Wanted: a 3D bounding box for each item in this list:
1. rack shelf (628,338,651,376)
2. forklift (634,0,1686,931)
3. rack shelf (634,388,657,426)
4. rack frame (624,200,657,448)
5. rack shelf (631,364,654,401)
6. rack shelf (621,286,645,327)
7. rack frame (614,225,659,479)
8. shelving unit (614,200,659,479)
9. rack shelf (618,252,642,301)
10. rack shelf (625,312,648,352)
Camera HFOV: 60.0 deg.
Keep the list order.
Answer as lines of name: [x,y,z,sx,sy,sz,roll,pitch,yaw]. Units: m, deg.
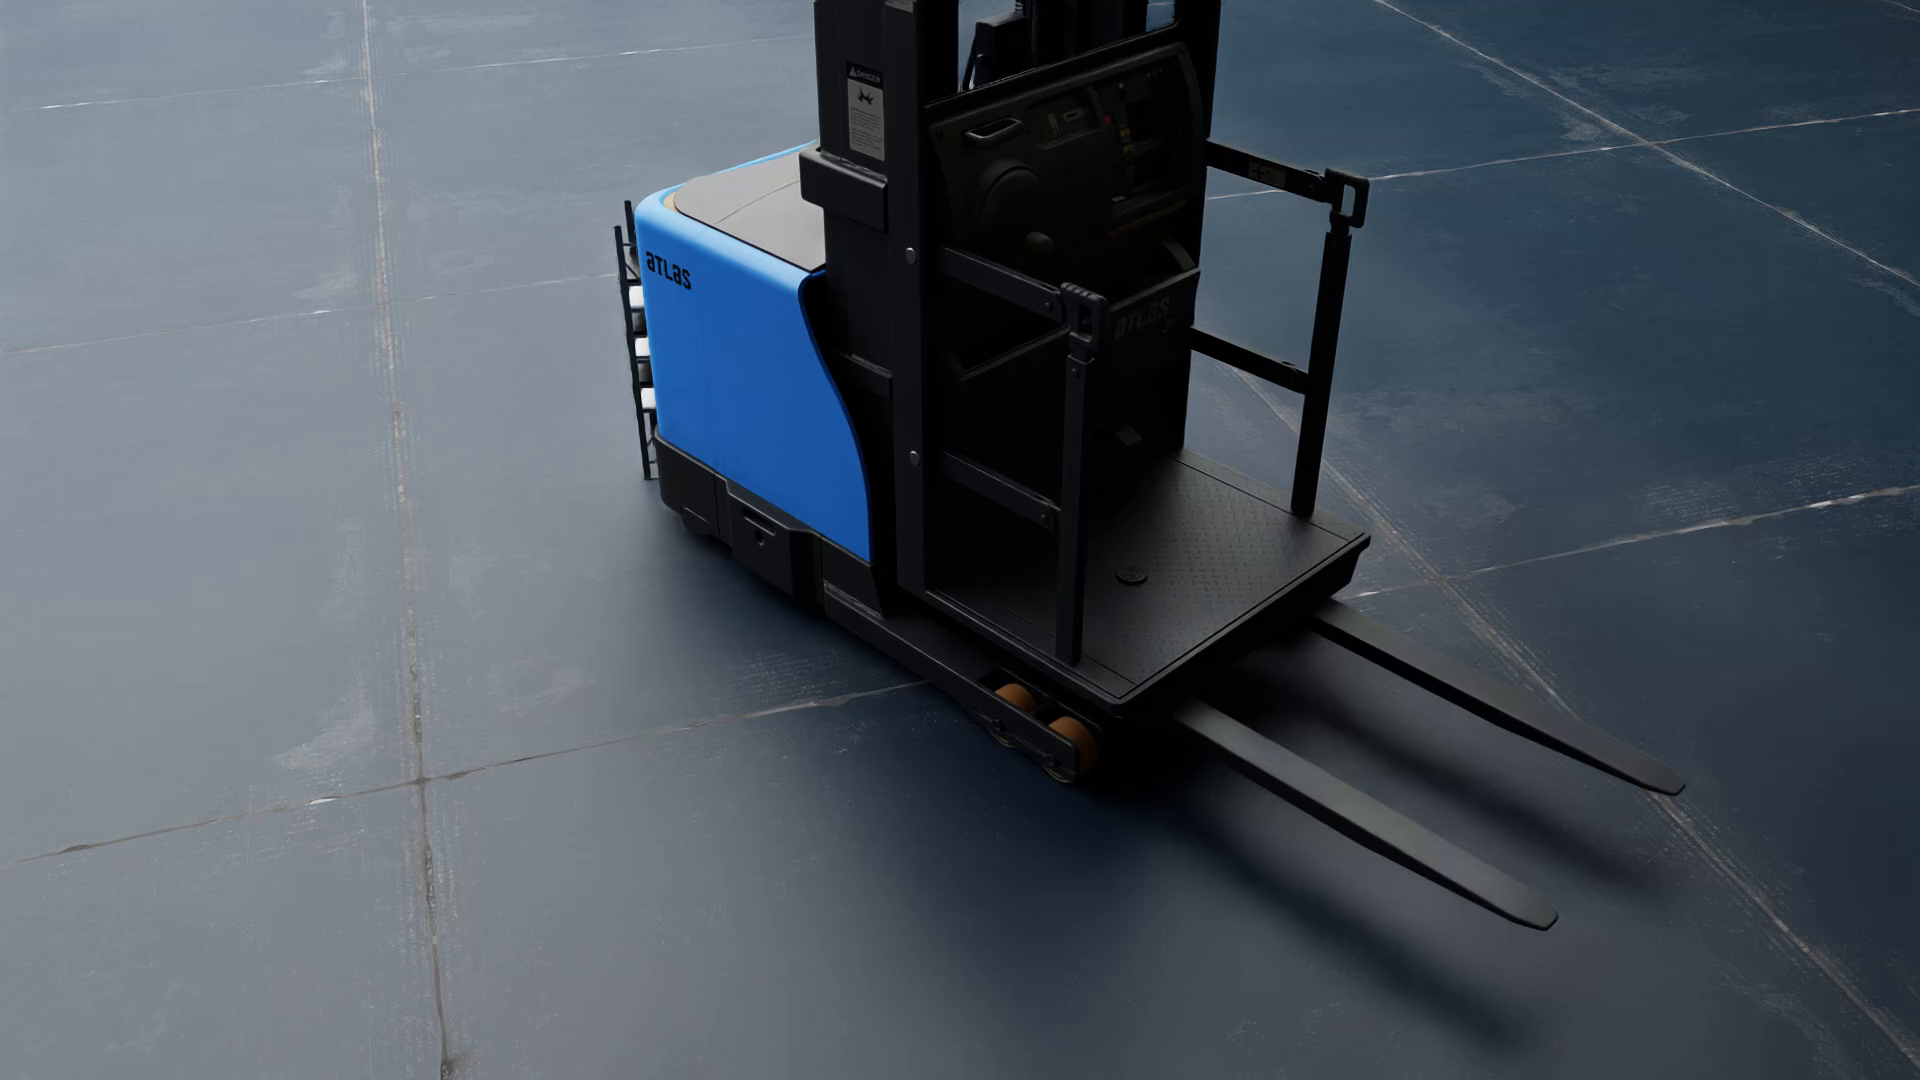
rack shelf: [-0.936,-0.611,5.418,0.258,0.077,0.200,-1,33,-1]
forklift: [0.434,-0.920,3.984,1.130,2.935,3.031,-29,43,-36]
rack shelf: [-0.936,-0.461,5.517,0.258,0.077,0.200,-1,33,-1]
rack frame: [-0.938,-0.695,5.485,0.240,0.900,0.006,-1,33,-1]
rack shelf: [-0.936,-0.536,5.468,0.258,0.077,0.200,-1,33,-1]
rack shelf: [-0.936,-0.761,5.319,0.258,0.077,0.200,-1,33,-1]
rack frame: [-0.934,-0.583,5.315,0.240,0.900,0.006,-1,33,-1]
shelving unit: [-0.936,-0.639,5.400,0.258,0.900,0.210,-1,33,-1]
rack shelf: [-0.936,-0.837,5.270,0.258,0.077,0.200,-1,33,-1]
rack shelf: [-0.936,-0.686,5.369,0.258,0.077,0.200,-1,33,-1]
